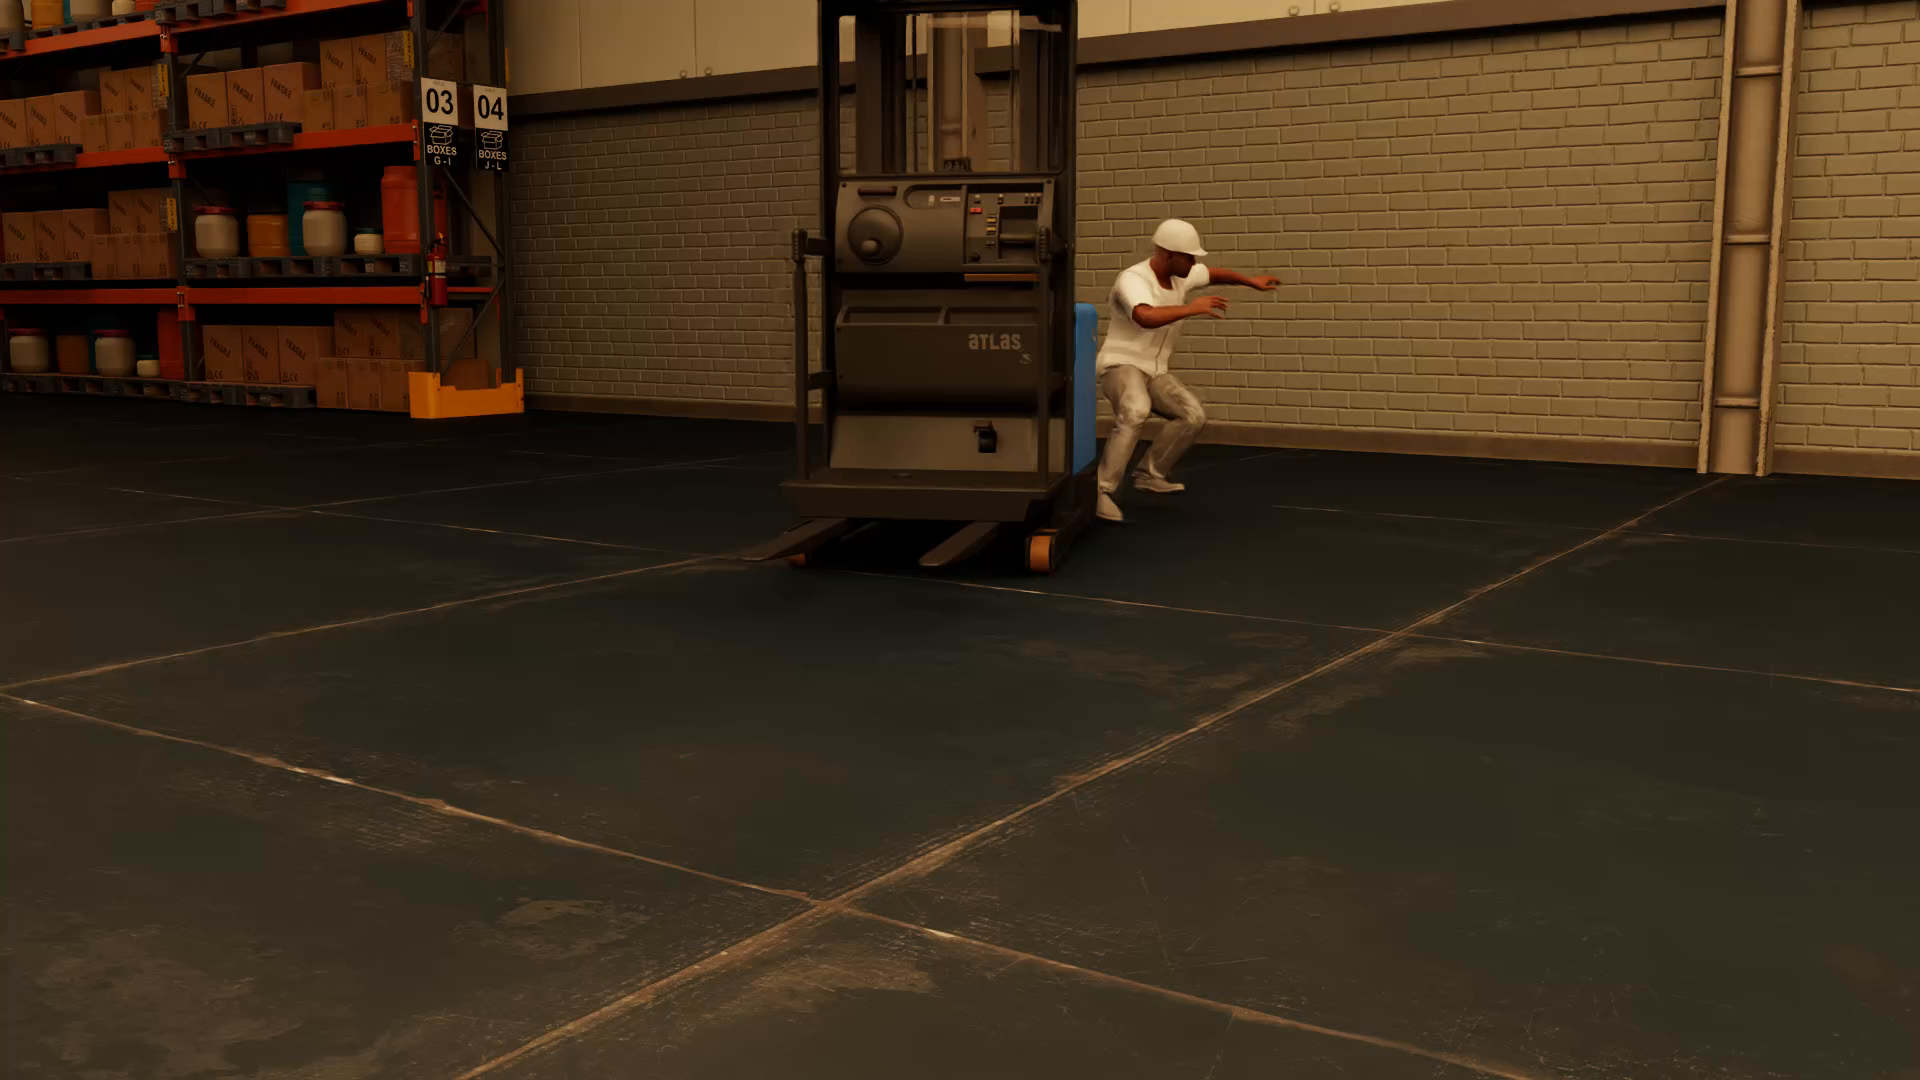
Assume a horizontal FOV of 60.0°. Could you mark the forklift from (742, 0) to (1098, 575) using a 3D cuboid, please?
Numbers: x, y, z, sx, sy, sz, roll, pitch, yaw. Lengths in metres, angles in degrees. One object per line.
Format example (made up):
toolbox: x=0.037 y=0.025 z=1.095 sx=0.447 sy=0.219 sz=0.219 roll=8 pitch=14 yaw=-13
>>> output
forklift: x=-0.106 y=-1.366 z=6.796 sx=1.130 sy=2.935 sz=3.031 roll=2 pitch=8 yaw=11

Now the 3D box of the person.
person: x=1.144 y=-0.914 z=8.652 sx=0.802 sy=1.483 sz=1.567 roll=7 pitch=11 yaw=40
